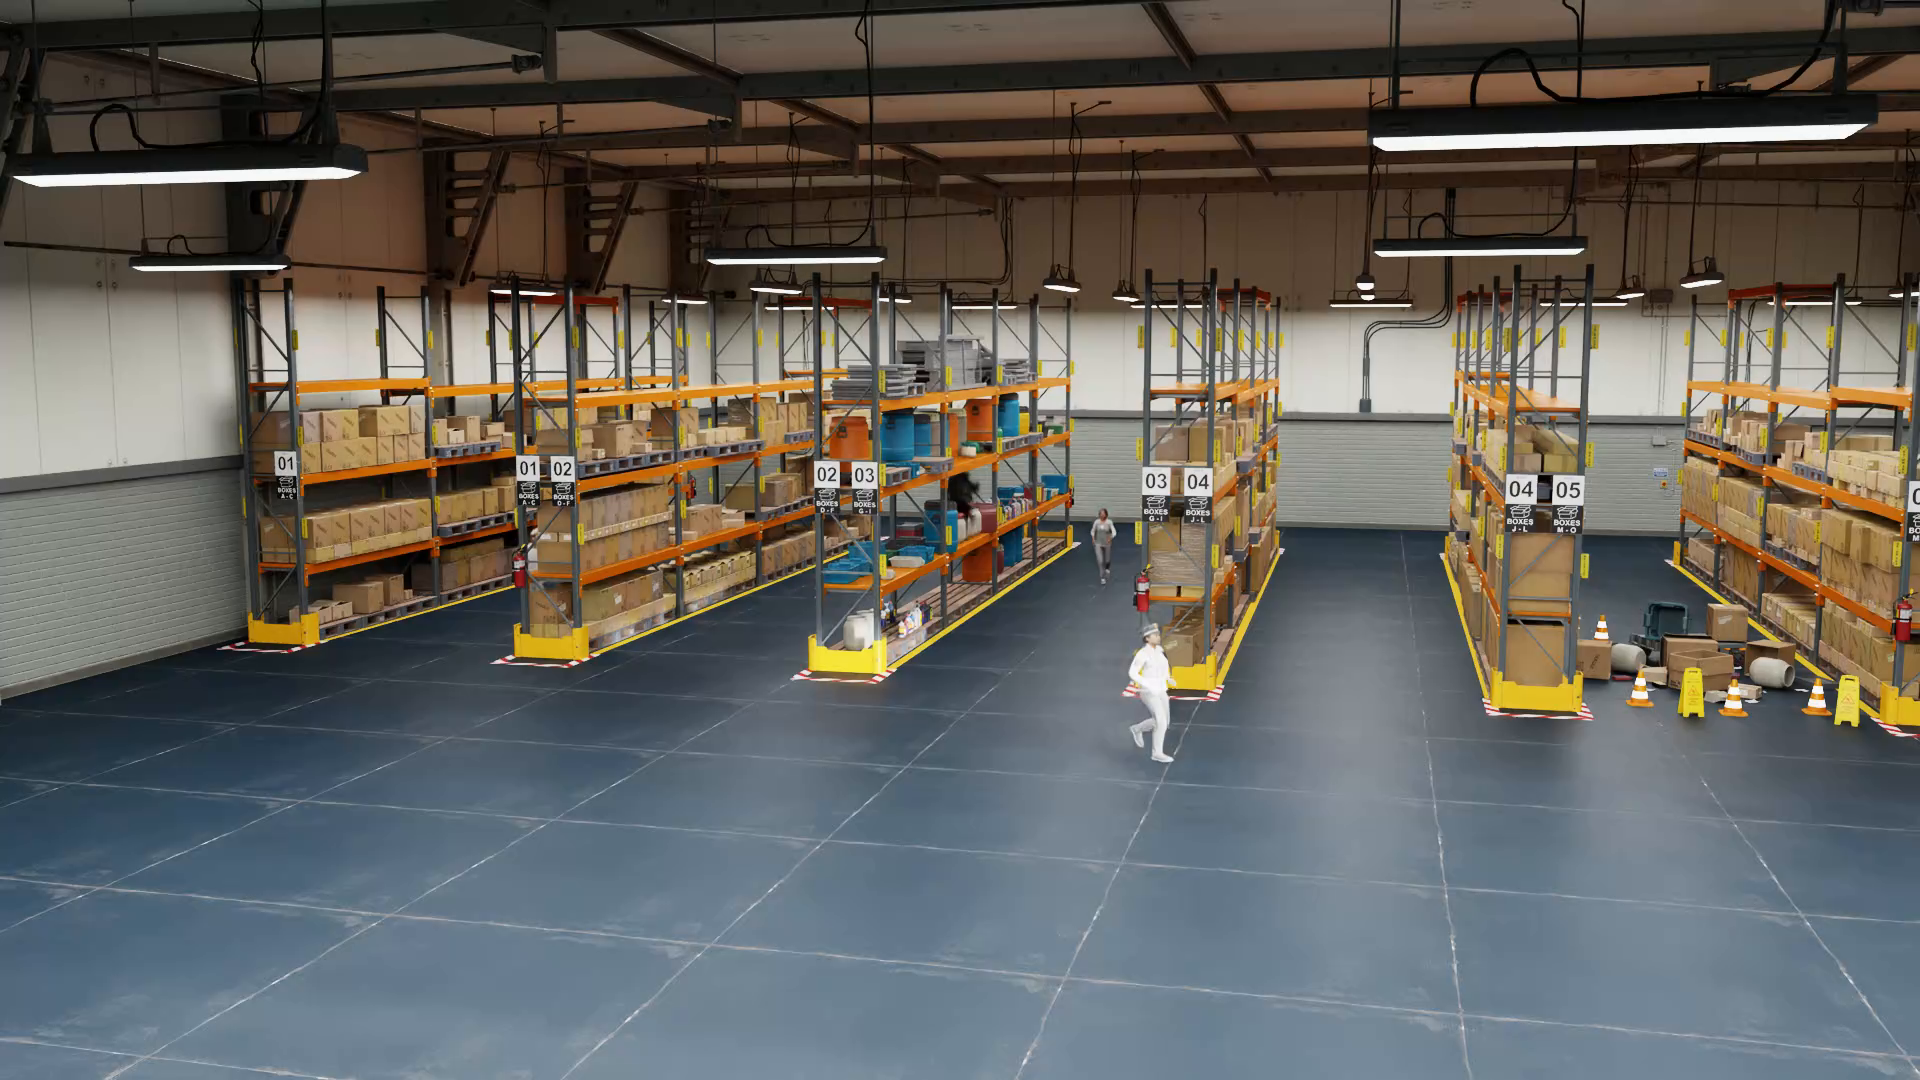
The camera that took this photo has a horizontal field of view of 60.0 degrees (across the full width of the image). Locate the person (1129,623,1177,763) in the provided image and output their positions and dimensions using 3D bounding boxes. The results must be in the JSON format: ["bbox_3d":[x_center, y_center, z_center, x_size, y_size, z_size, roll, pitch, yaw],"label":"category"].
[{"bbox_3d":[2.273,1.810,19.892,0.666,1.639,0.619,6,9,42],"label":"person"}]

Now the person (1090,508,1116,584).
[{"bbox_3d":[2.951,0.124,34.341,0.529,1.543,0.602,1,7,9],"label":"person"}]

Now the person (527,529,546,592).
[{"bbox_3d":[-7.428,0.656,29.193,0.701,1.716,0.587,1,7,7],"label":"person"}]
